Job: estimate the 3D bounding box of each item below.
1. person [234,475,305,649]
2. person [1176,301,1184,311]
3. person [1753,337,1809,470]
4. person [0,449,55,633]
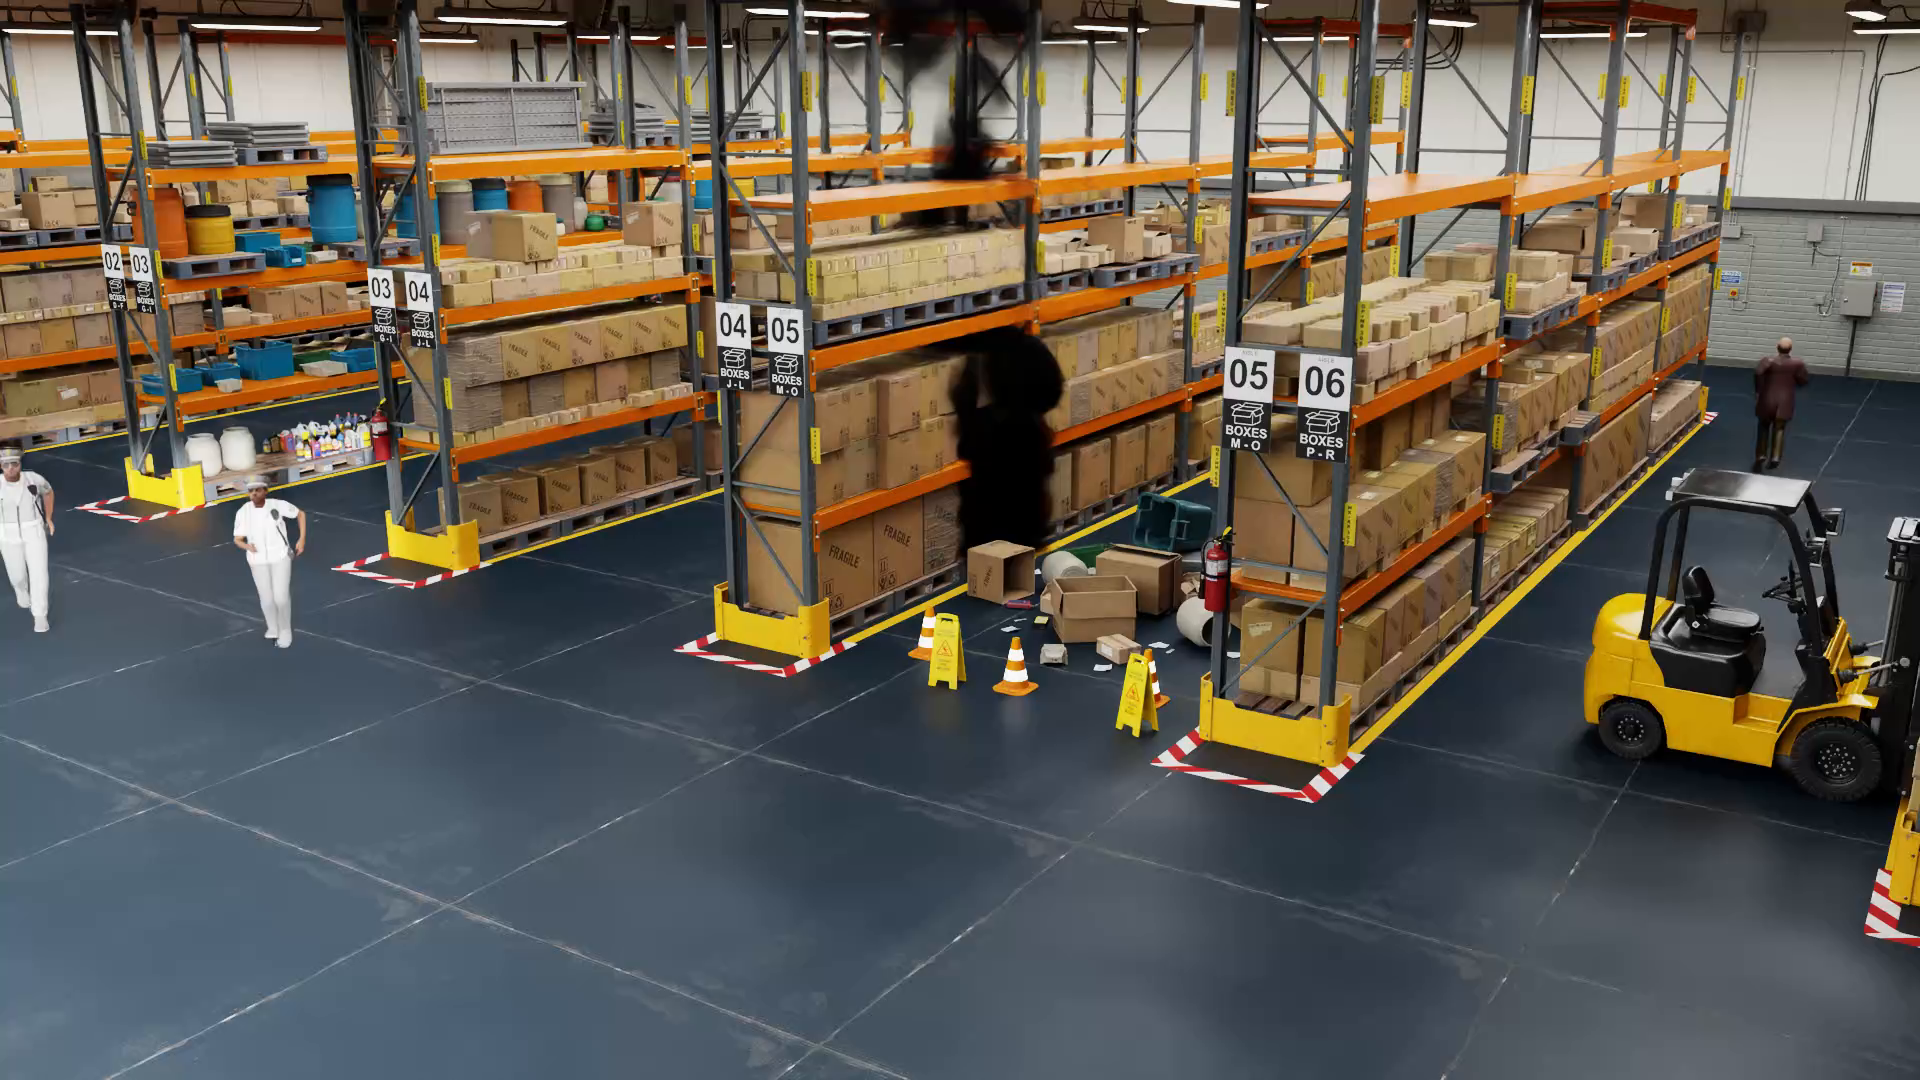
[{"bbox_3d":[-6.350,0.190,15.350,0.584,1.671,0.819,-3,16,-12],"label":"person"},{"bbox_3d":[3.582,-2.959,26.641,0.707,1.754,0.672,13,20,39],"label":"person"},{"bbox_3d":[10.996,-1.811,22.386,0.697,1.831,0.966,6,17,20],"label":"person"},{"bbox_3d":[-9.101,-0.055,16.135,0.647,1.767,0.950,-8,18,-28],"label":"person"}]
